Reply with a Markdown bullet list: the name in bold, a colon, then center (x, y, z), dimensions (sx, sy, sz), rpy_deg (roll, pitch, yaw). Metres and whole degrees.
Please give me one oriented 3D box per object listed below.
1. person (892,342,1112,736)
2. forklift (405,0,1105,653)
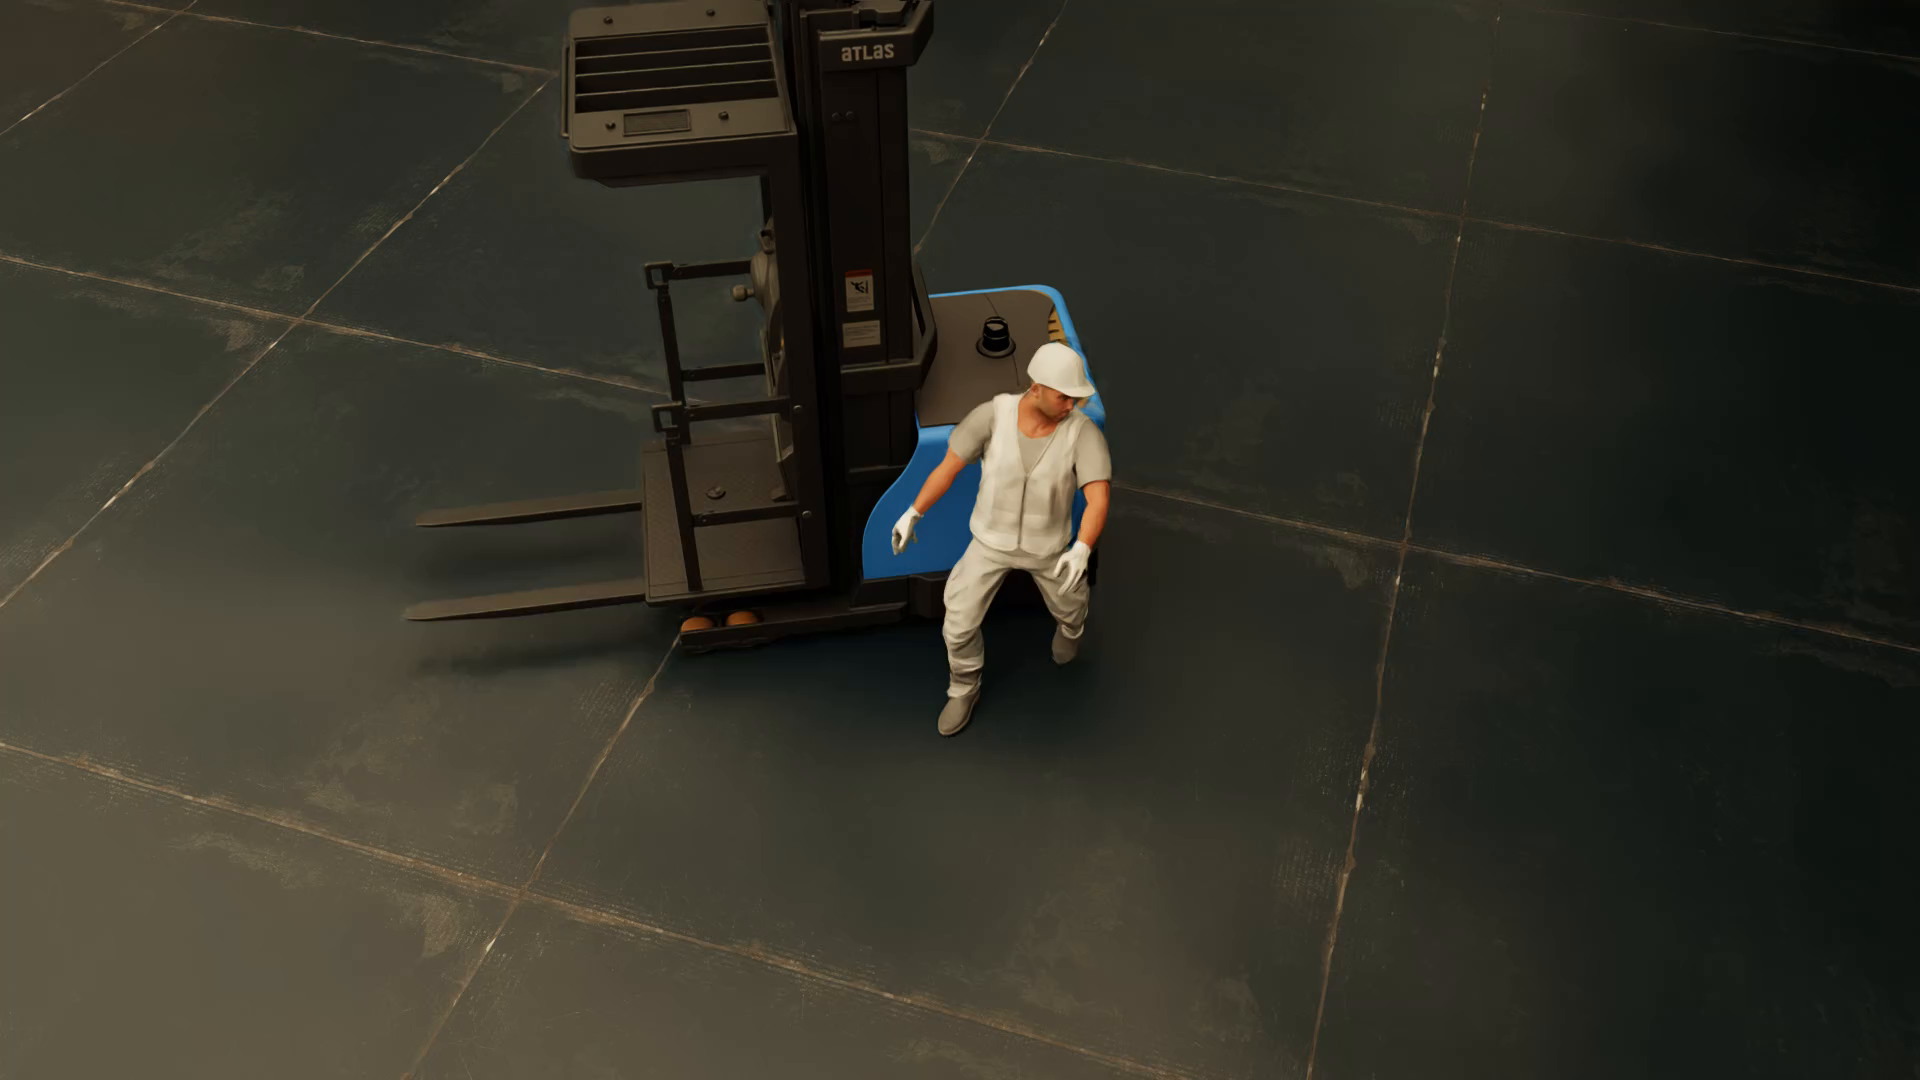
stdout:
- **person**: center (0.152, 0.052, 6.572), dimensions (0.848, 1.729, 0.894), rpy_deg (1, 43, 2)
- **forklift**: center (-0.948, -0.965, 6.726), dimensions (3.031, 2.935, 1.130), rpy_deg (-7, 43, -7)
